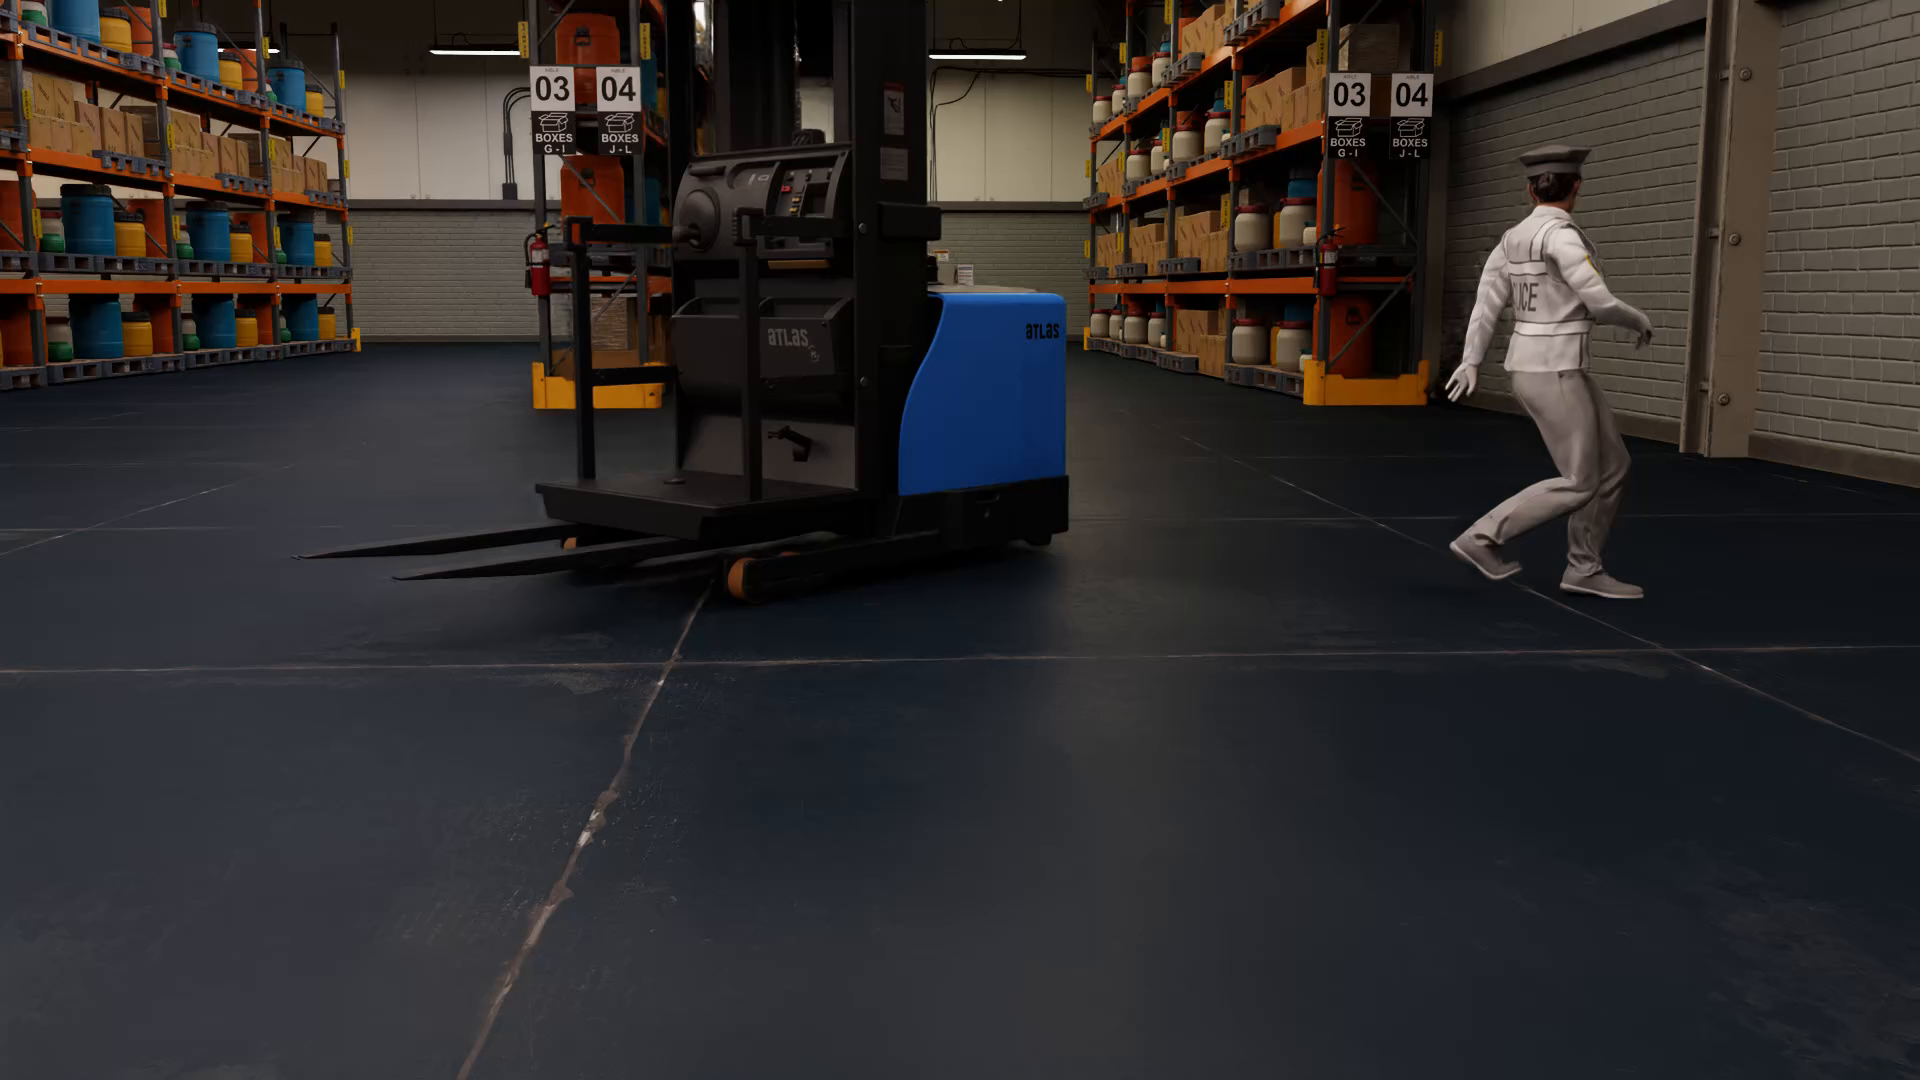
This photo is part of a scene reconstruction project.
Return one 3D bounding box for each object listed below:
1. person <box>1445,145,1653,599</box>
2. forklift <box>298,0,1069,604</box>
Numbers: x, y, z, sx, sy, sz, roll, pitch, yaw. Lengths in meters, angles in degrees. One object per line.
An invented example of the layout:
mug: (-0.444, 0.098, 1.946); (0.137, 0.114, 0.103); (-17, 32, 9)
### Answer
person: (2.102, -0.587, 5.913); (0.710, 1.597, 0.552); (2, 9, 15)
forklift: (-0.906, -1.310, 6.153); (1.130, 2.935, 3.031); (8, 11, 42)
